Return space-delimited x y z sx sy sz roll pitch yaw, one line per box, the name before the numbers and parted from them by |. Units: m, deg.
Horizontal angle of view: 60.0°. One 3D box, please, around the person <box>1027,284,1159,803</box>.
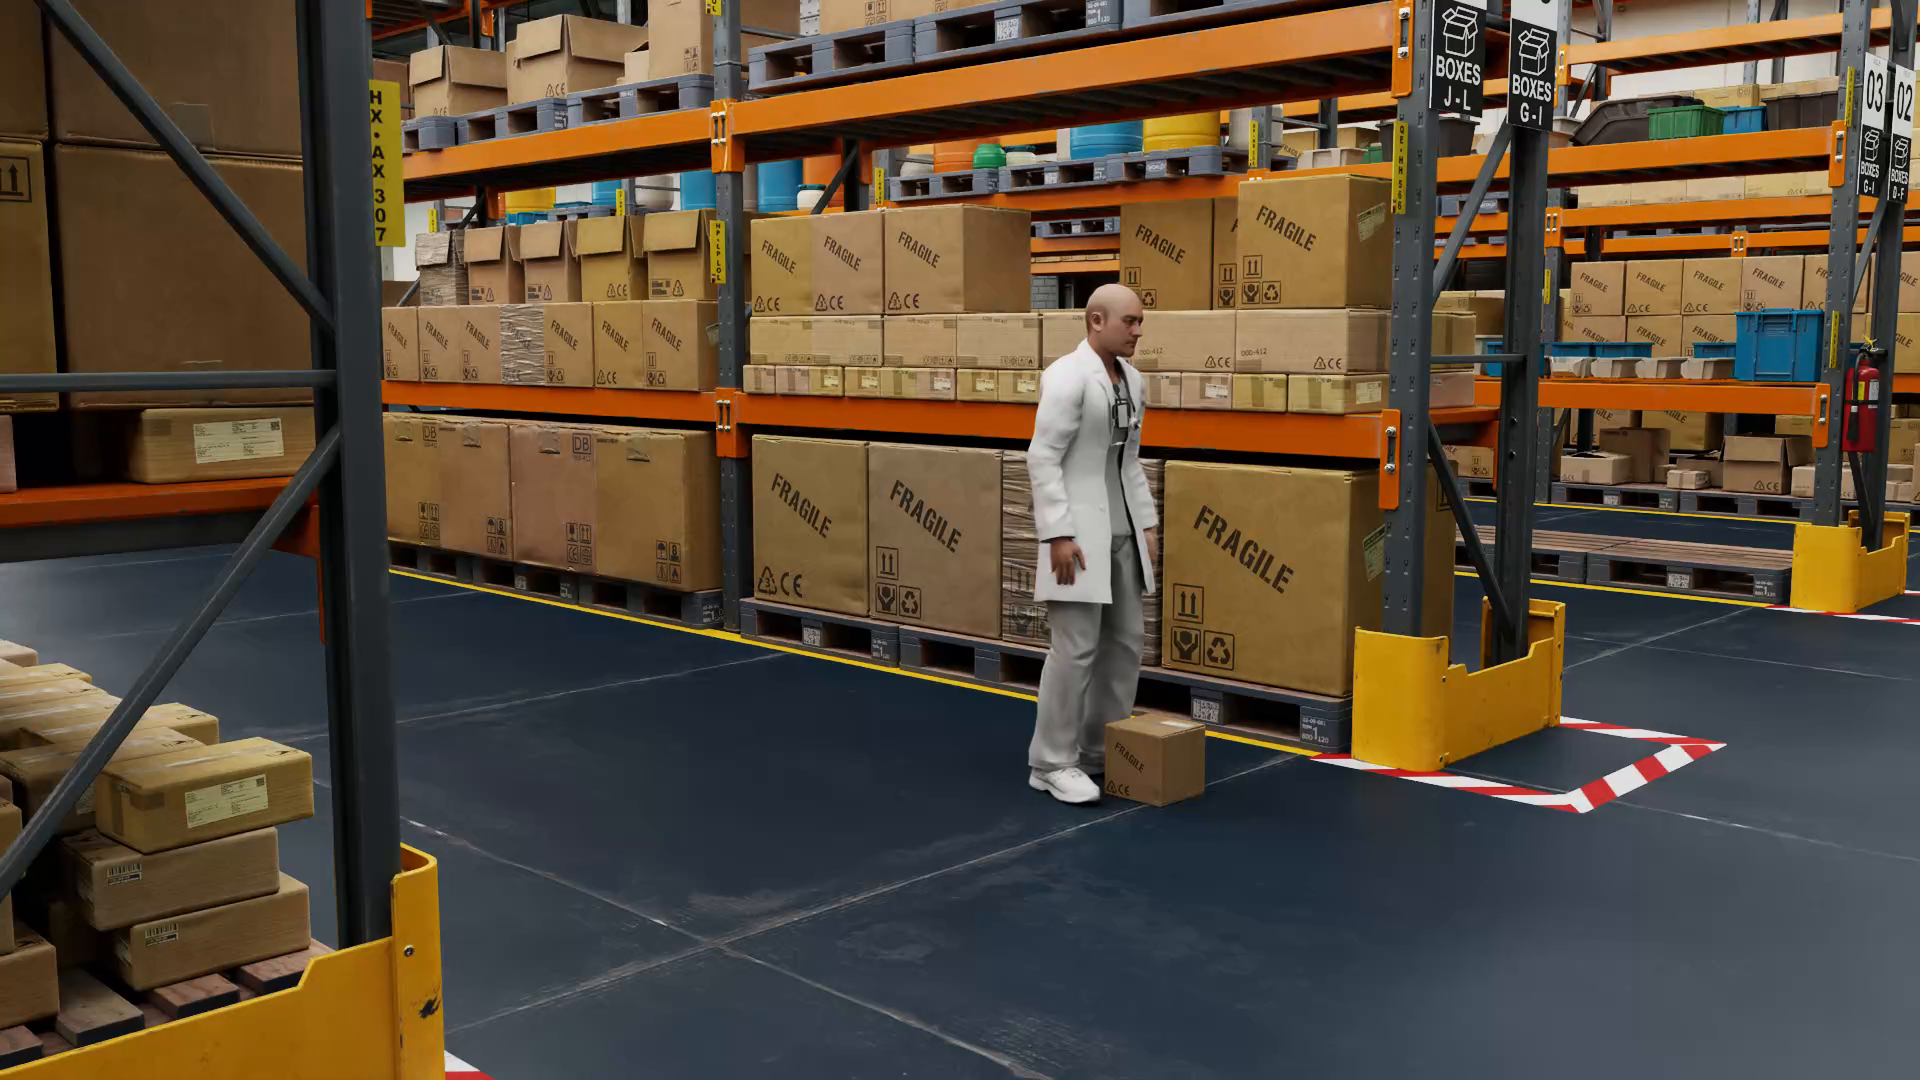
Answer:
person | 0.487 -0.008 5.879 0.423 1.775 0.655 6 9 40
